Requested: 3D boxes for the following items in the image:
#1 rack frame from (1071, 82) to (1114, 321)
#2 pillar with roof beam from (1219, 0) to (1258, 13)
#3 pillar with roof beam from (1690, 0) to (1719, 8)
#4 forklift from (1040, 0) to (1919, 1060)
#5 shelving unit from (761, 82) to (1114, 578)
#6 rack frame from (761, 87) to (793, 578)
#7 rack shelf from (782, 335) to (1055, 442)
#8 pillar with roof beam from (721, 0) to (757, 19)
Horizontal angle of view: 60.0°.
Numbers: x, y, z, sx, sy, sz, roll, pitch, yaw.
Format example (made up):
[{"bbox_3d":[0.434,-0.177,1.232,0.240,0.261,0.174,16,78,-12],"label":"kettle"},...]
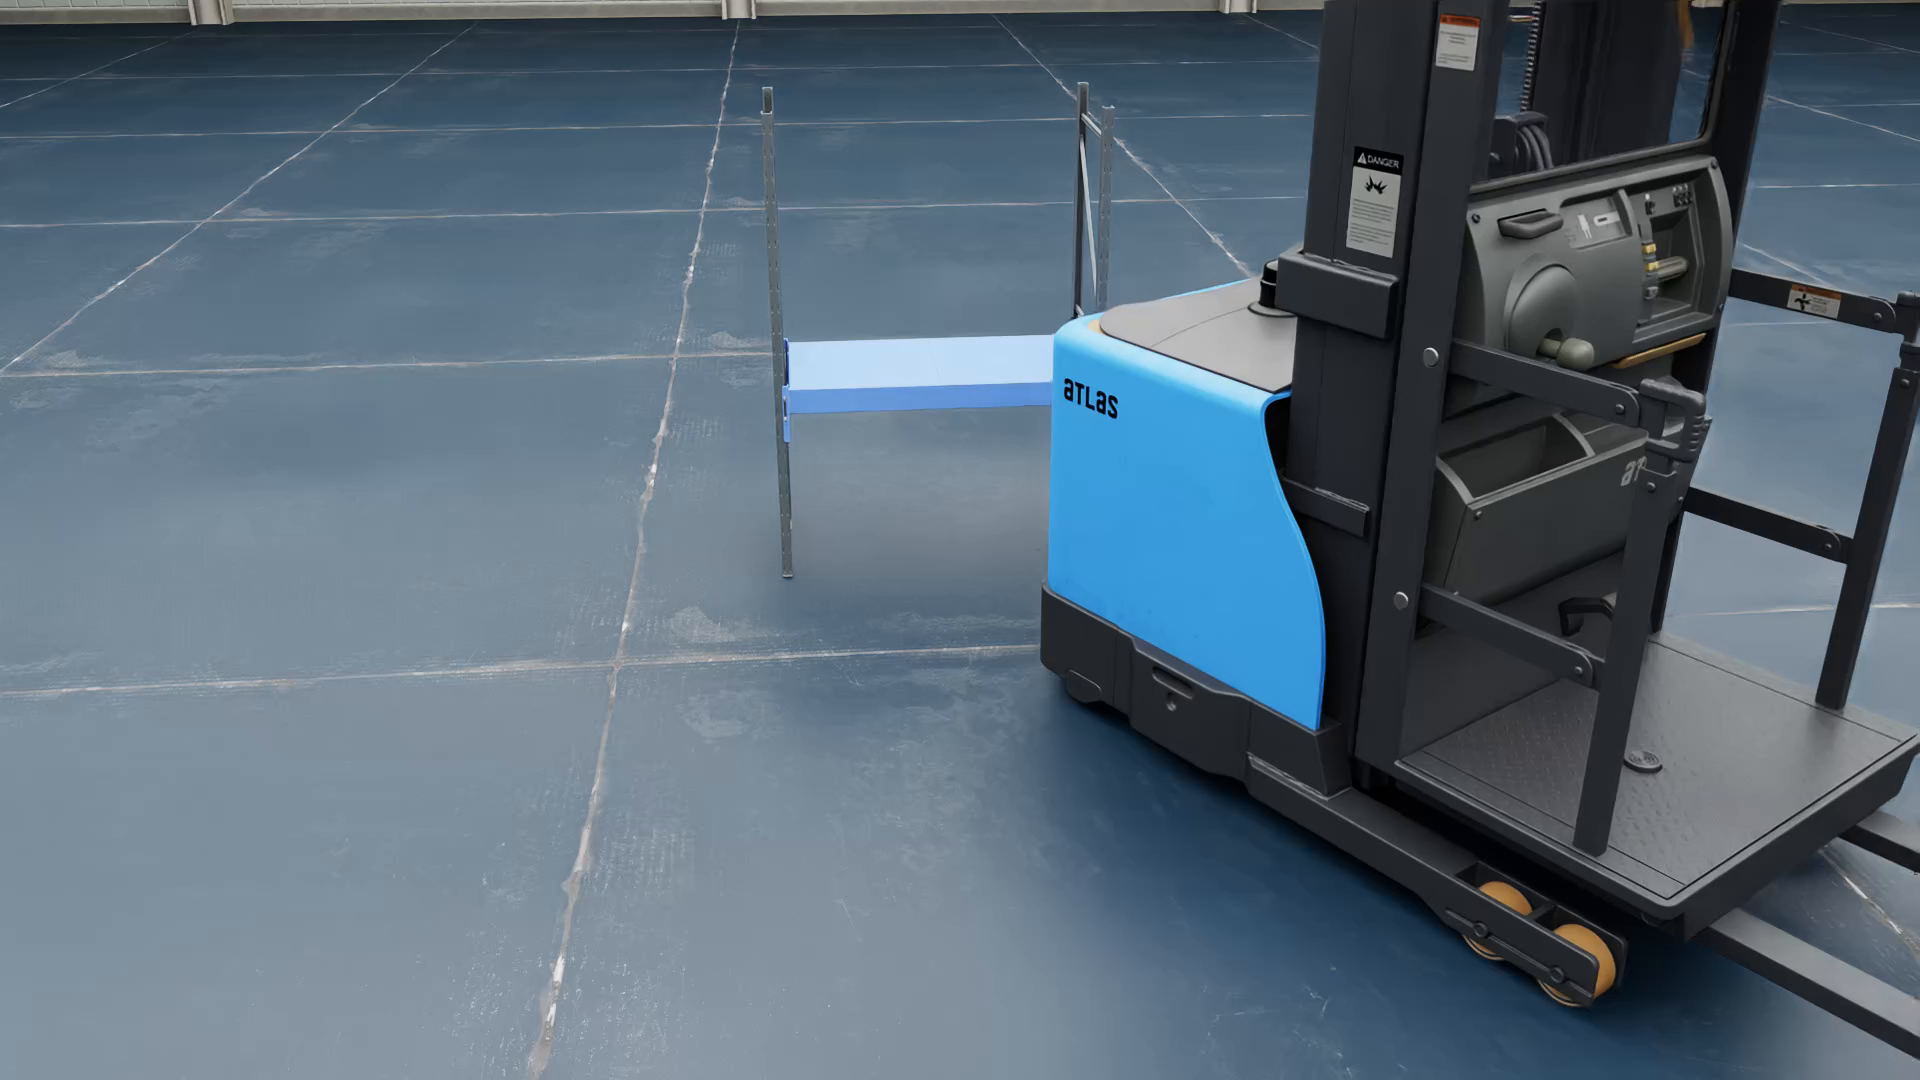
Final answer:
[{"bbox_3d":[0.421,-0.702,5.483,0.032,1.500,0.500,-2,24,-5],"label":"rack frame"},{"bbox_3d":[3.790,-8.785,14.435,0.400,9.000,9.100,-2,24,-5],"label":"pillar with roof beam"},{"bbox_3d":[9.761,-9.024,14.974,0.400,9.000,9.100,-2,24,-5],"label":"pillar with roof beam"},{"bbox_3d":[1.527,-0.580,3.446,1.130,2.935,3.031,-17,29,-34],"label":"forklift"},{"bbox_3d":[-0.085,-0.682,5.438,1.048,1.500,0.538,-2,24,-5],"label":"shelving unit"},{"bbox_3d":[-0.591,-0.662,5.392,0.032,1.500,0.500,-2,24,-5],"label":"rack frame"},{"bbox_3d":[-0.085,-0.518,5.511,1.000,0.185,0.538,-2,24,-5],"label":"rack shelf"},{"bbox_3d":[13.065,-5.624,7.324,29.331,9.000,26.411,-2,24,-5],"label":"pillar with roof beam"}]
